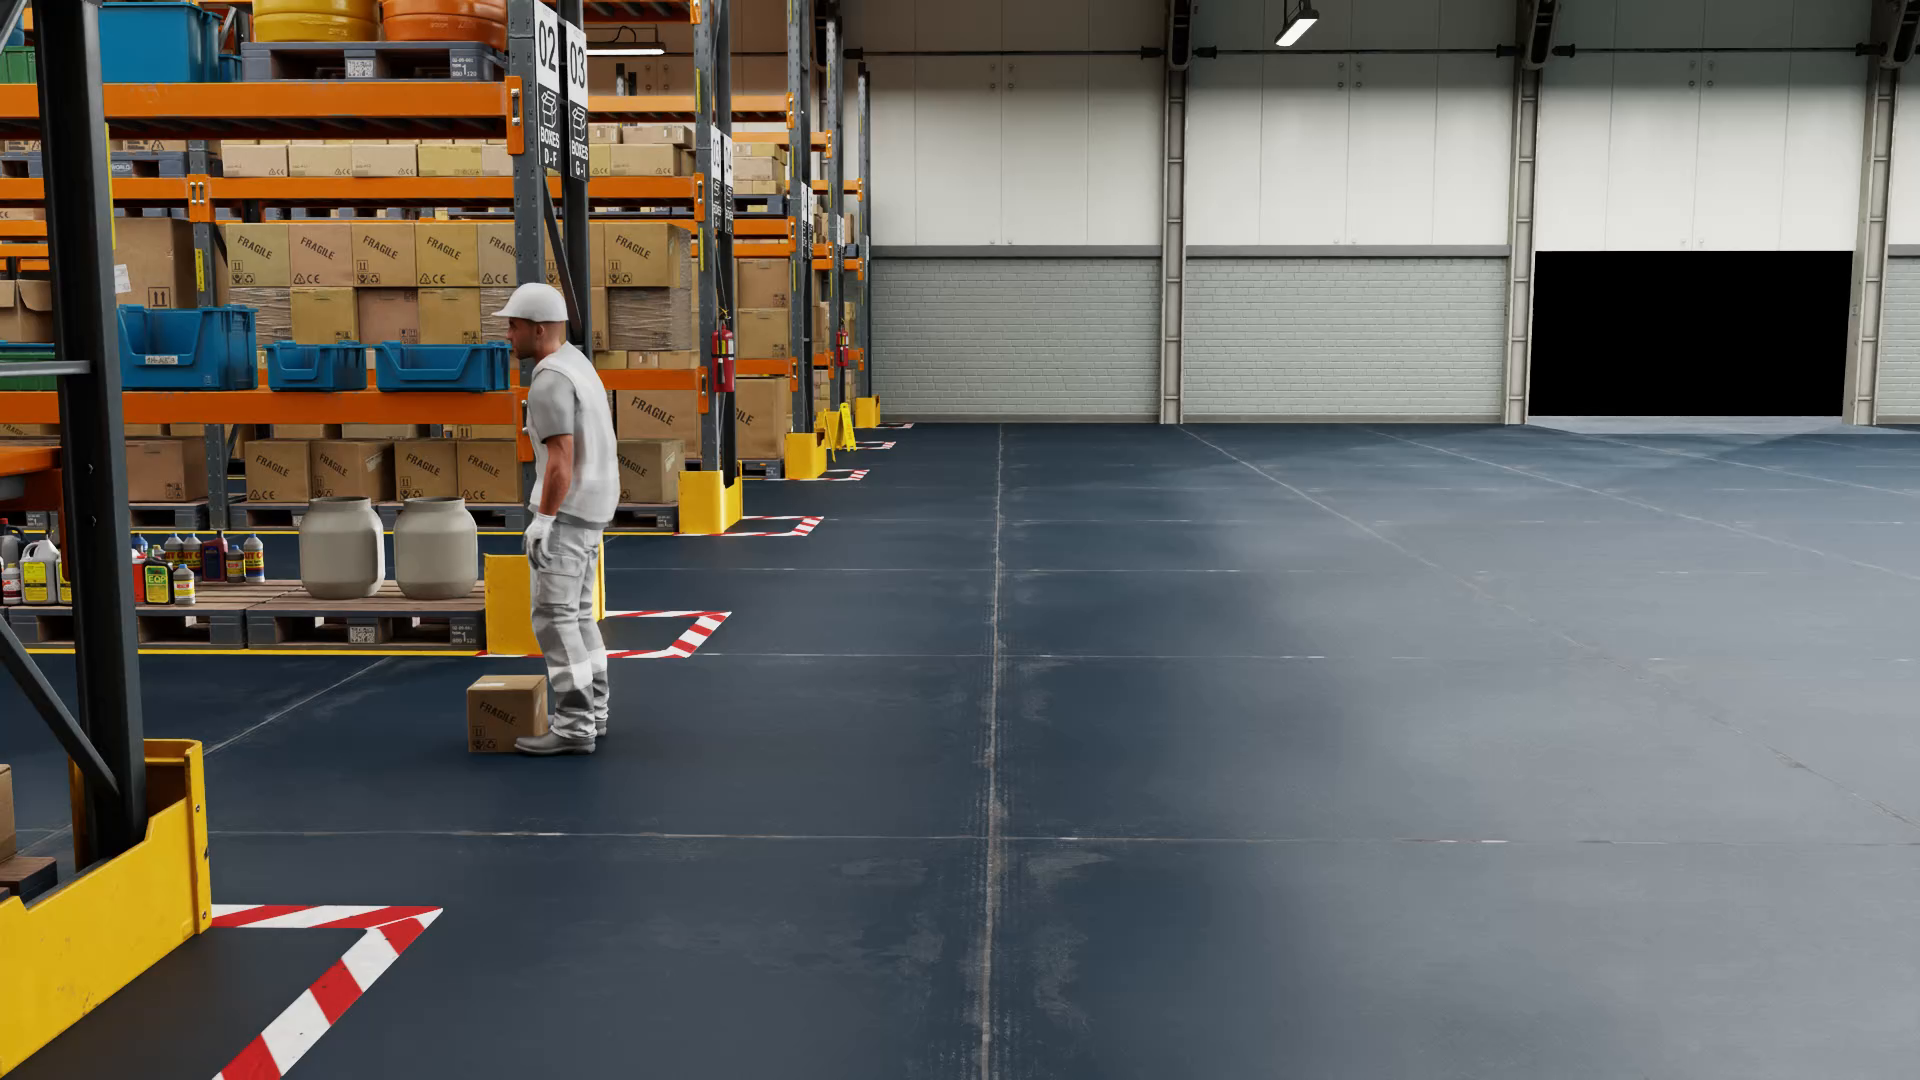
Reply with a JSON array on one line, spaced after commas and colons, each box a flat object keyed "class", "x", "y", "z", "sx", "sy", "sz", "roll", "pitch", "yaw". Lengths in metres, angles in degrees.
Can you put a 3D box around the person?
[{"class": "person", "x": -1.529, "y": -0.081, "z": 6.347, "sx": 0.446, "sy": 1.780, "sz": 0.620, "roll": 0, "pitch": 7, "yaw": -2}]
